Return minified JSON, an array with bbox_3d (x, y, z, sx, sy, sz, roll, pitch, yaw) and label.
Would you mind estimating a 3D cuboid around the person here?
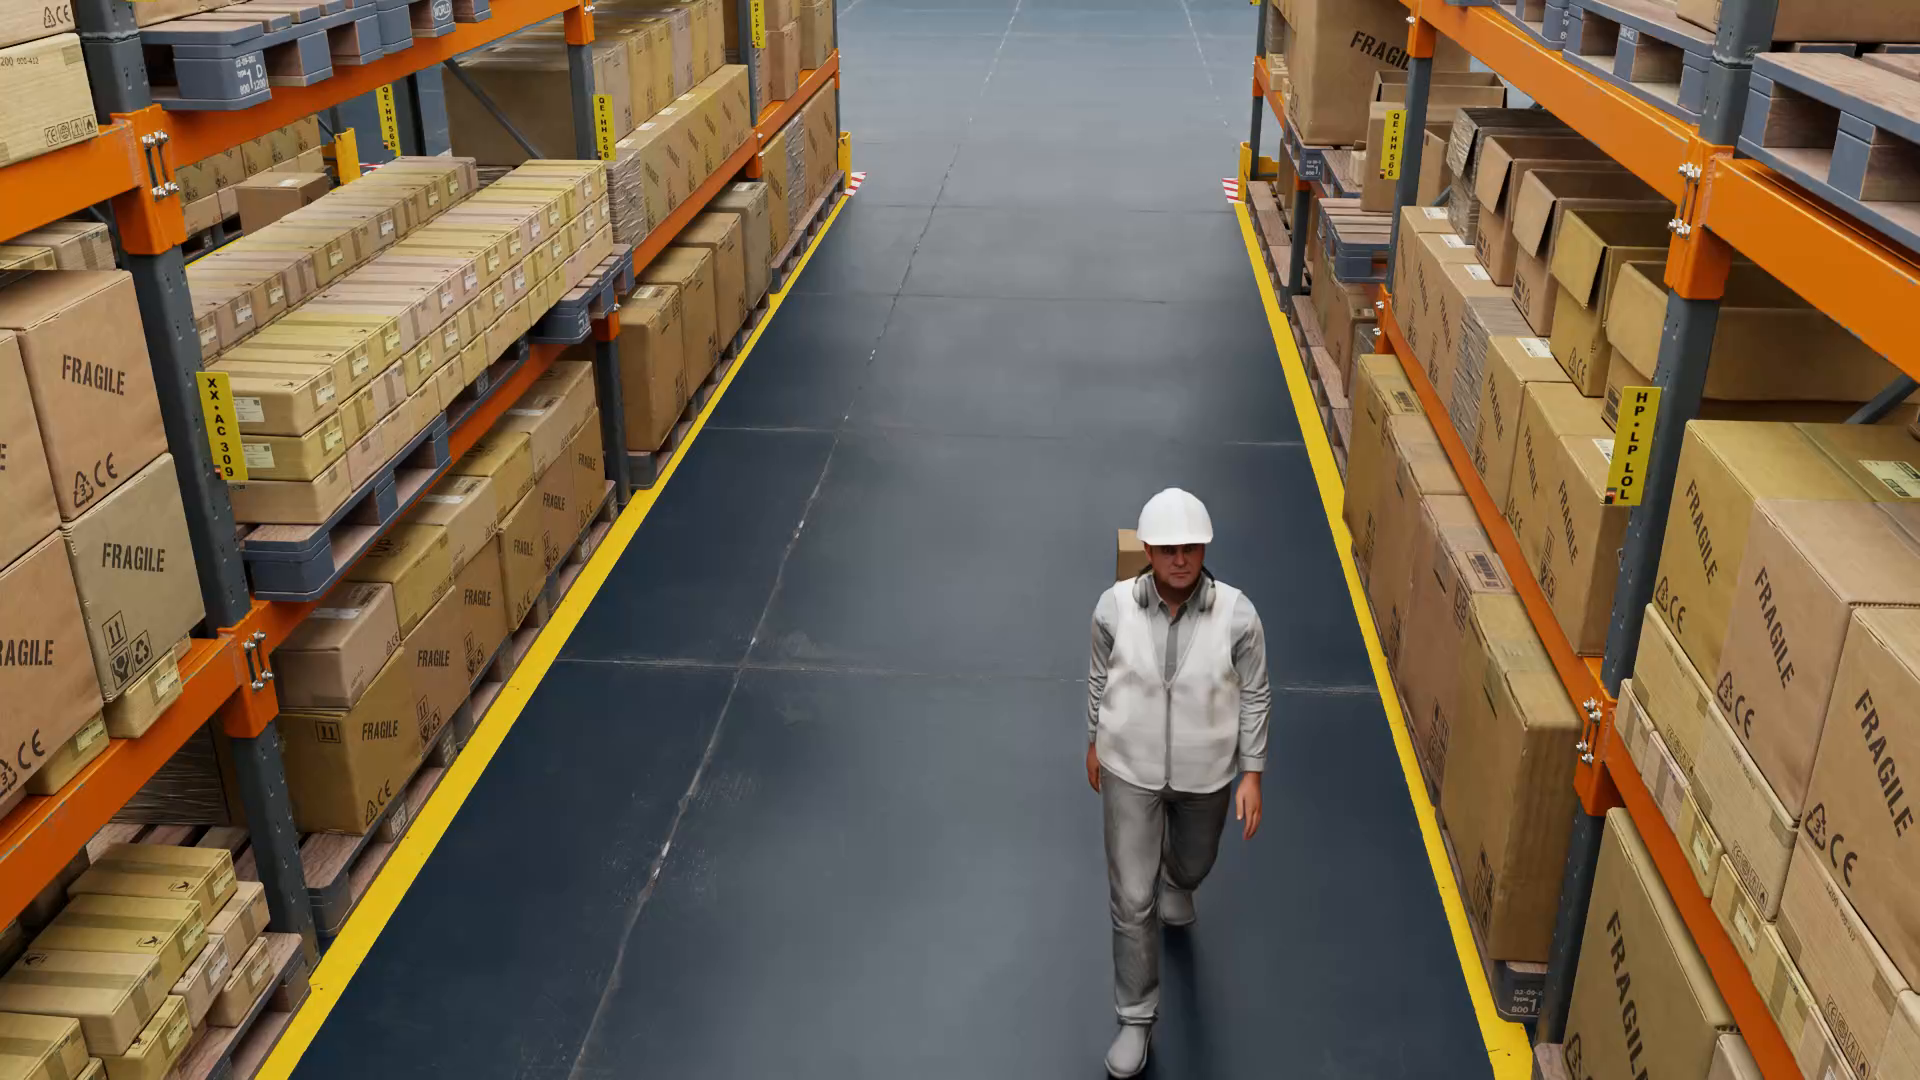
[{"bbox_3d":[0.654,0.675,5.084,0.553,1.733,0.986,3,24,6],"label":"person"}]
